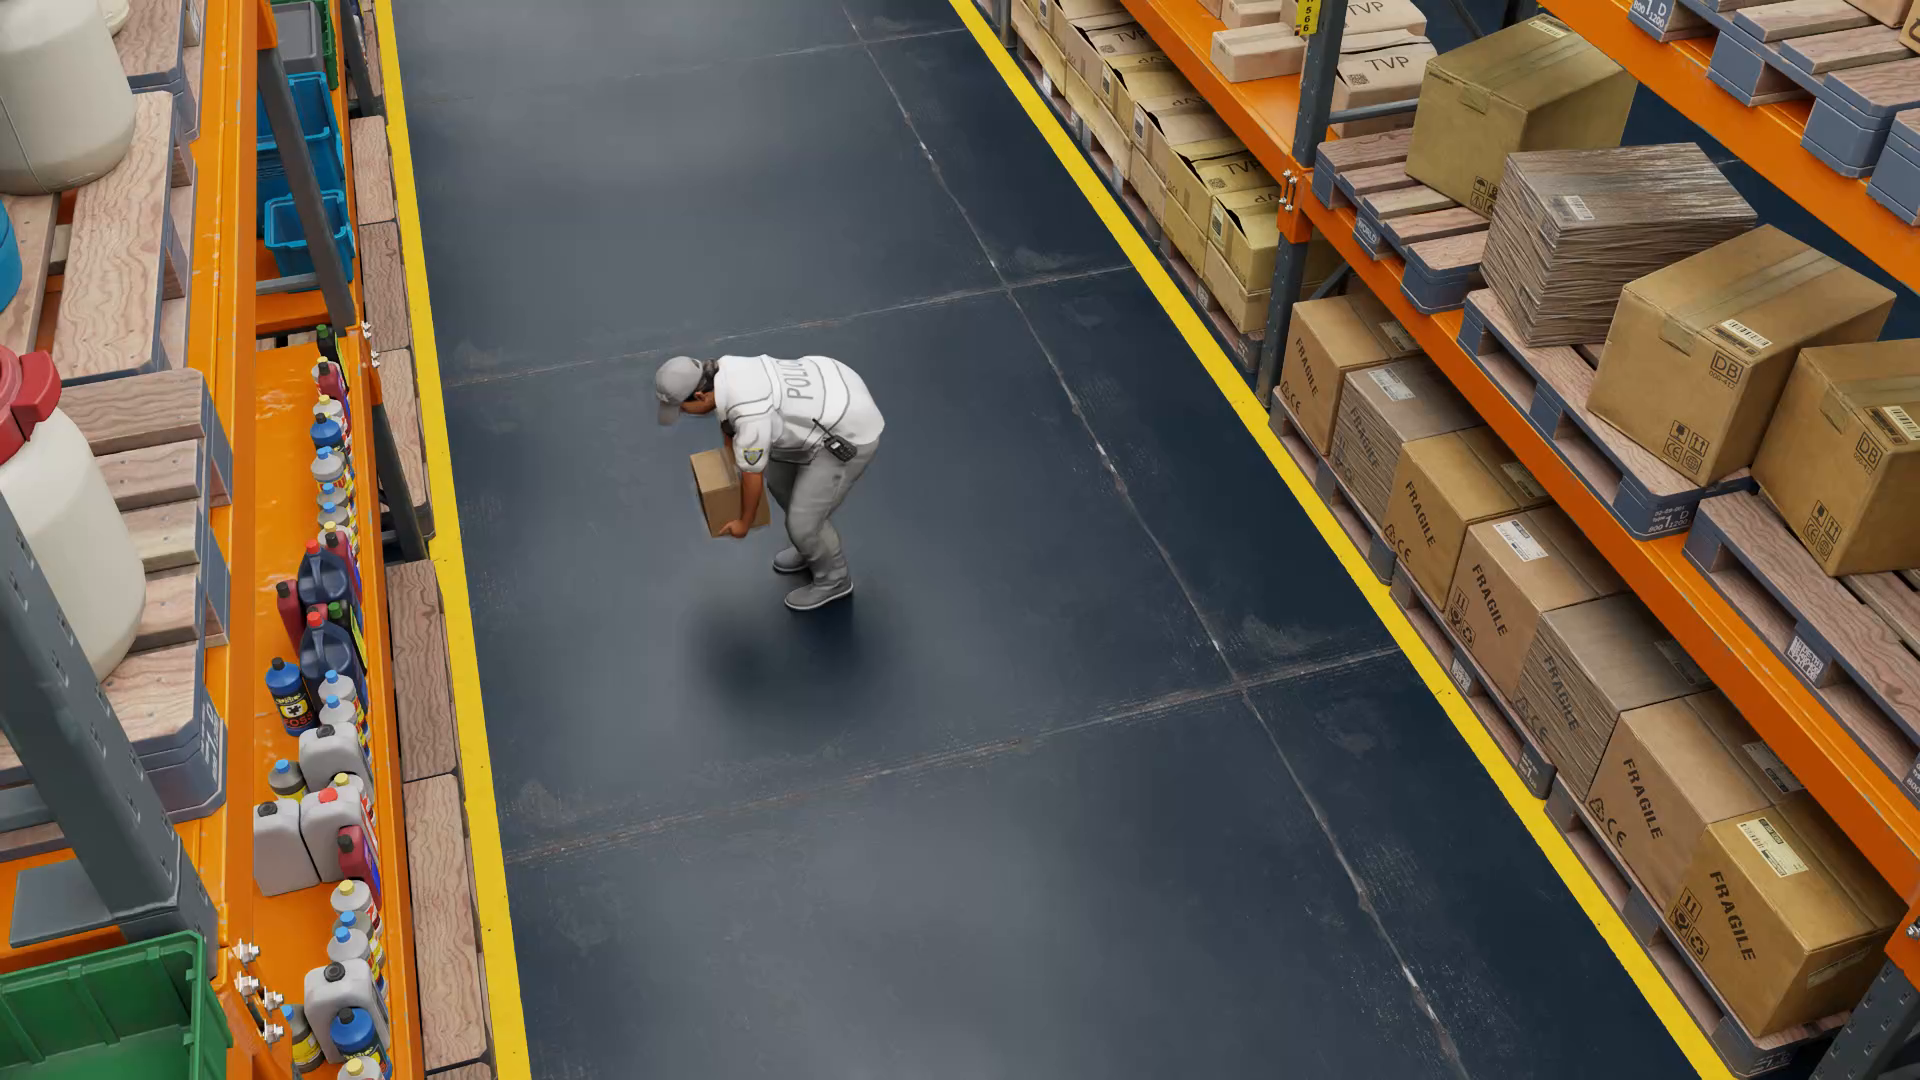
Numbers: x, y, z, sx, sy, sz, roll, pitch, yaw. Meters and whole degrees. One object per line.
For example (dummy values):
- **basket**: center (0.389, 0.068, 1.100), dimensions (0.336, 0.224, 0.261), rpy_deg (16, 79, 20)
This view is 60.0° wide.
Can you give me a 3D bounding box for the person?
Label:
- **person**: center (-0.746, -0.276, 6.741), dimensions (0.883, 1.291, 0.460), rpy_deg (-13, 44, -14)
